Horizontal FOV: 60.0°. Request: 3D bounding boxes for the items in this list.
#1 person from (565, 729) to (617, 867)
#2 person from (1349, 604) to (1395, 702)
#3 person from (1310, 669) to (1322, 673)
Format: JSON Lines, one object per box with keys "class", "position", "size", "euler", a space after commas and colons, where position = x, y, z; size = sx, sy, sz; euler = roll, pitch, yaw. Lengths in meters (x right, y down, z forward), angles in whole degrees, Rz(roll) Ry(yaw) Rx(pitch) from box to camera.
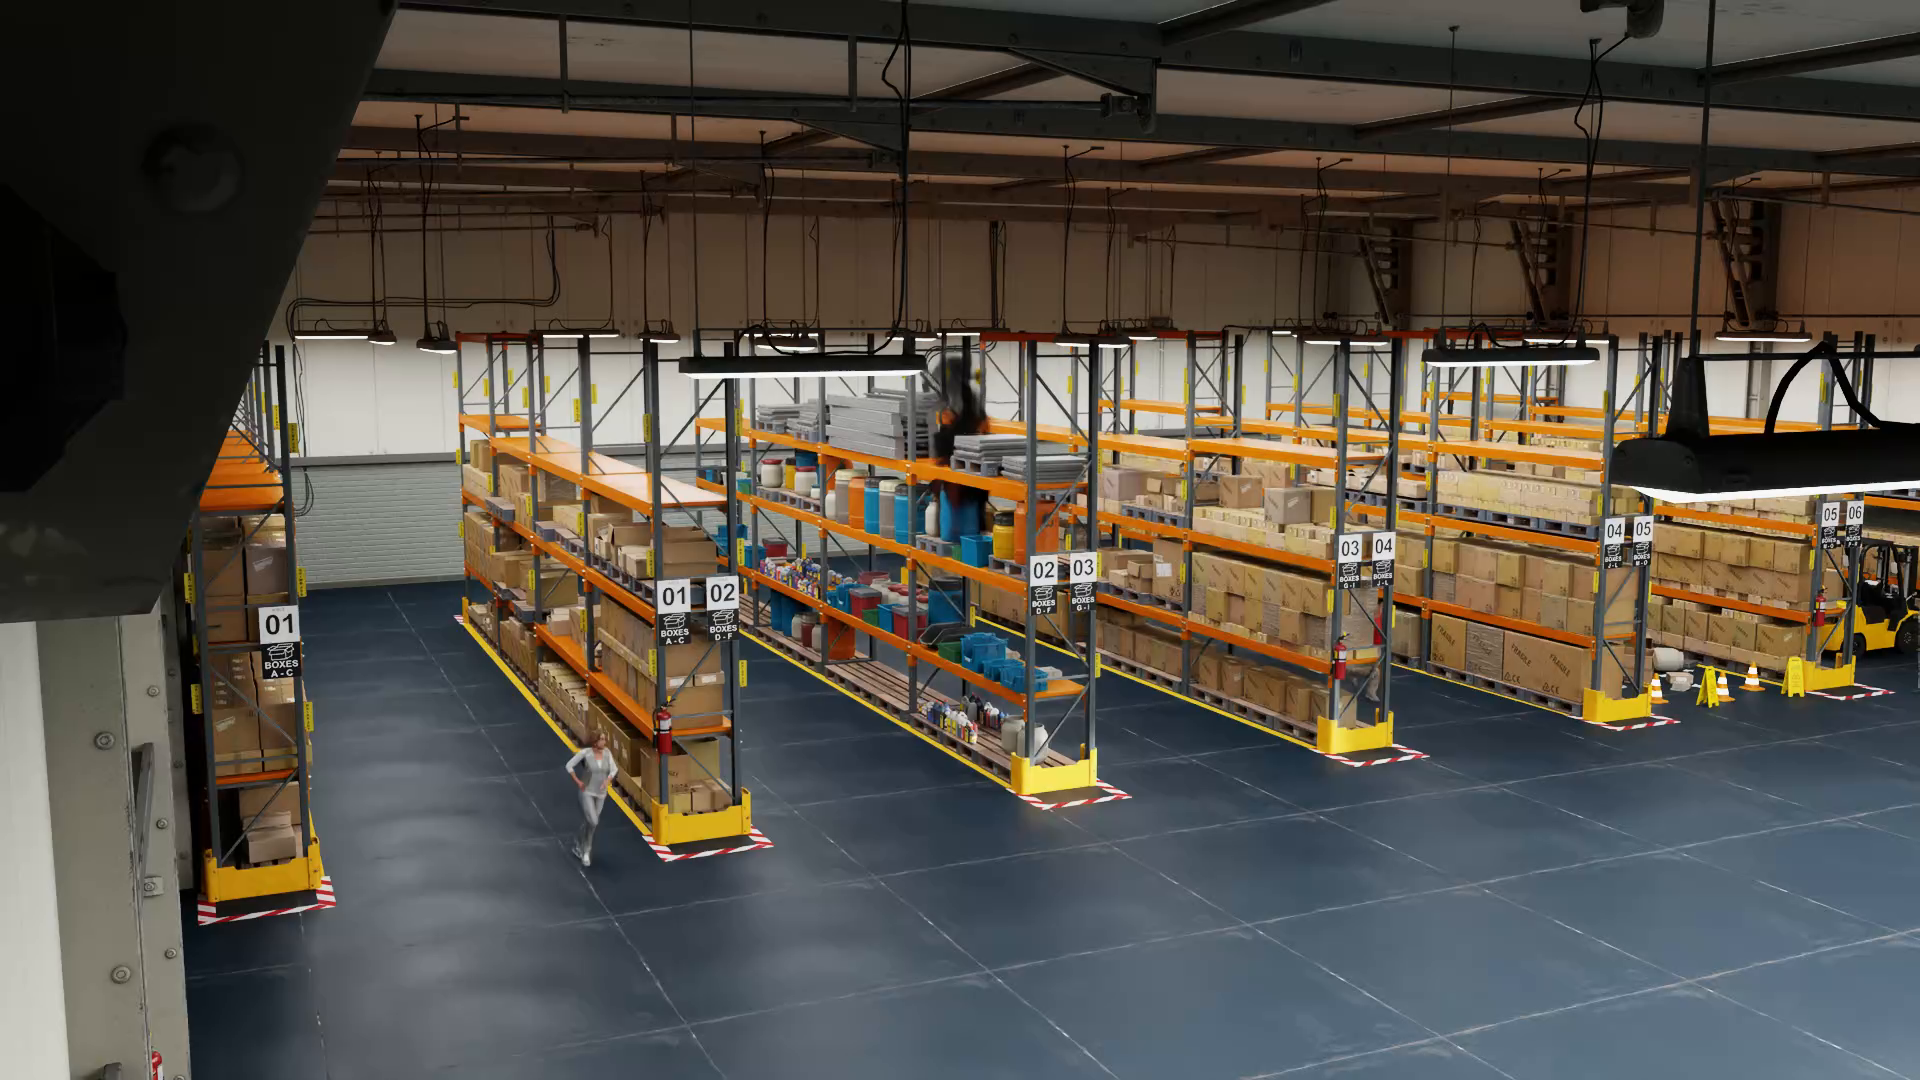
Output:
{"class": "person", "position": [-4.272, 2.983, 19.395], "size": [0.559, 1.591, 0.625], "euler": [-7, 10, -40]}
{"class": "person", "position": [6.822, 1.830, 27.566], "size": [0.659, 1.668, 0.791], "euler": [-7, 10, -42]}
{"class": "person", "position": [6.422, 1.550, 29.569], "size": [0.556, 1.636, 0.585], "euler": [-5, 9, -33]}
